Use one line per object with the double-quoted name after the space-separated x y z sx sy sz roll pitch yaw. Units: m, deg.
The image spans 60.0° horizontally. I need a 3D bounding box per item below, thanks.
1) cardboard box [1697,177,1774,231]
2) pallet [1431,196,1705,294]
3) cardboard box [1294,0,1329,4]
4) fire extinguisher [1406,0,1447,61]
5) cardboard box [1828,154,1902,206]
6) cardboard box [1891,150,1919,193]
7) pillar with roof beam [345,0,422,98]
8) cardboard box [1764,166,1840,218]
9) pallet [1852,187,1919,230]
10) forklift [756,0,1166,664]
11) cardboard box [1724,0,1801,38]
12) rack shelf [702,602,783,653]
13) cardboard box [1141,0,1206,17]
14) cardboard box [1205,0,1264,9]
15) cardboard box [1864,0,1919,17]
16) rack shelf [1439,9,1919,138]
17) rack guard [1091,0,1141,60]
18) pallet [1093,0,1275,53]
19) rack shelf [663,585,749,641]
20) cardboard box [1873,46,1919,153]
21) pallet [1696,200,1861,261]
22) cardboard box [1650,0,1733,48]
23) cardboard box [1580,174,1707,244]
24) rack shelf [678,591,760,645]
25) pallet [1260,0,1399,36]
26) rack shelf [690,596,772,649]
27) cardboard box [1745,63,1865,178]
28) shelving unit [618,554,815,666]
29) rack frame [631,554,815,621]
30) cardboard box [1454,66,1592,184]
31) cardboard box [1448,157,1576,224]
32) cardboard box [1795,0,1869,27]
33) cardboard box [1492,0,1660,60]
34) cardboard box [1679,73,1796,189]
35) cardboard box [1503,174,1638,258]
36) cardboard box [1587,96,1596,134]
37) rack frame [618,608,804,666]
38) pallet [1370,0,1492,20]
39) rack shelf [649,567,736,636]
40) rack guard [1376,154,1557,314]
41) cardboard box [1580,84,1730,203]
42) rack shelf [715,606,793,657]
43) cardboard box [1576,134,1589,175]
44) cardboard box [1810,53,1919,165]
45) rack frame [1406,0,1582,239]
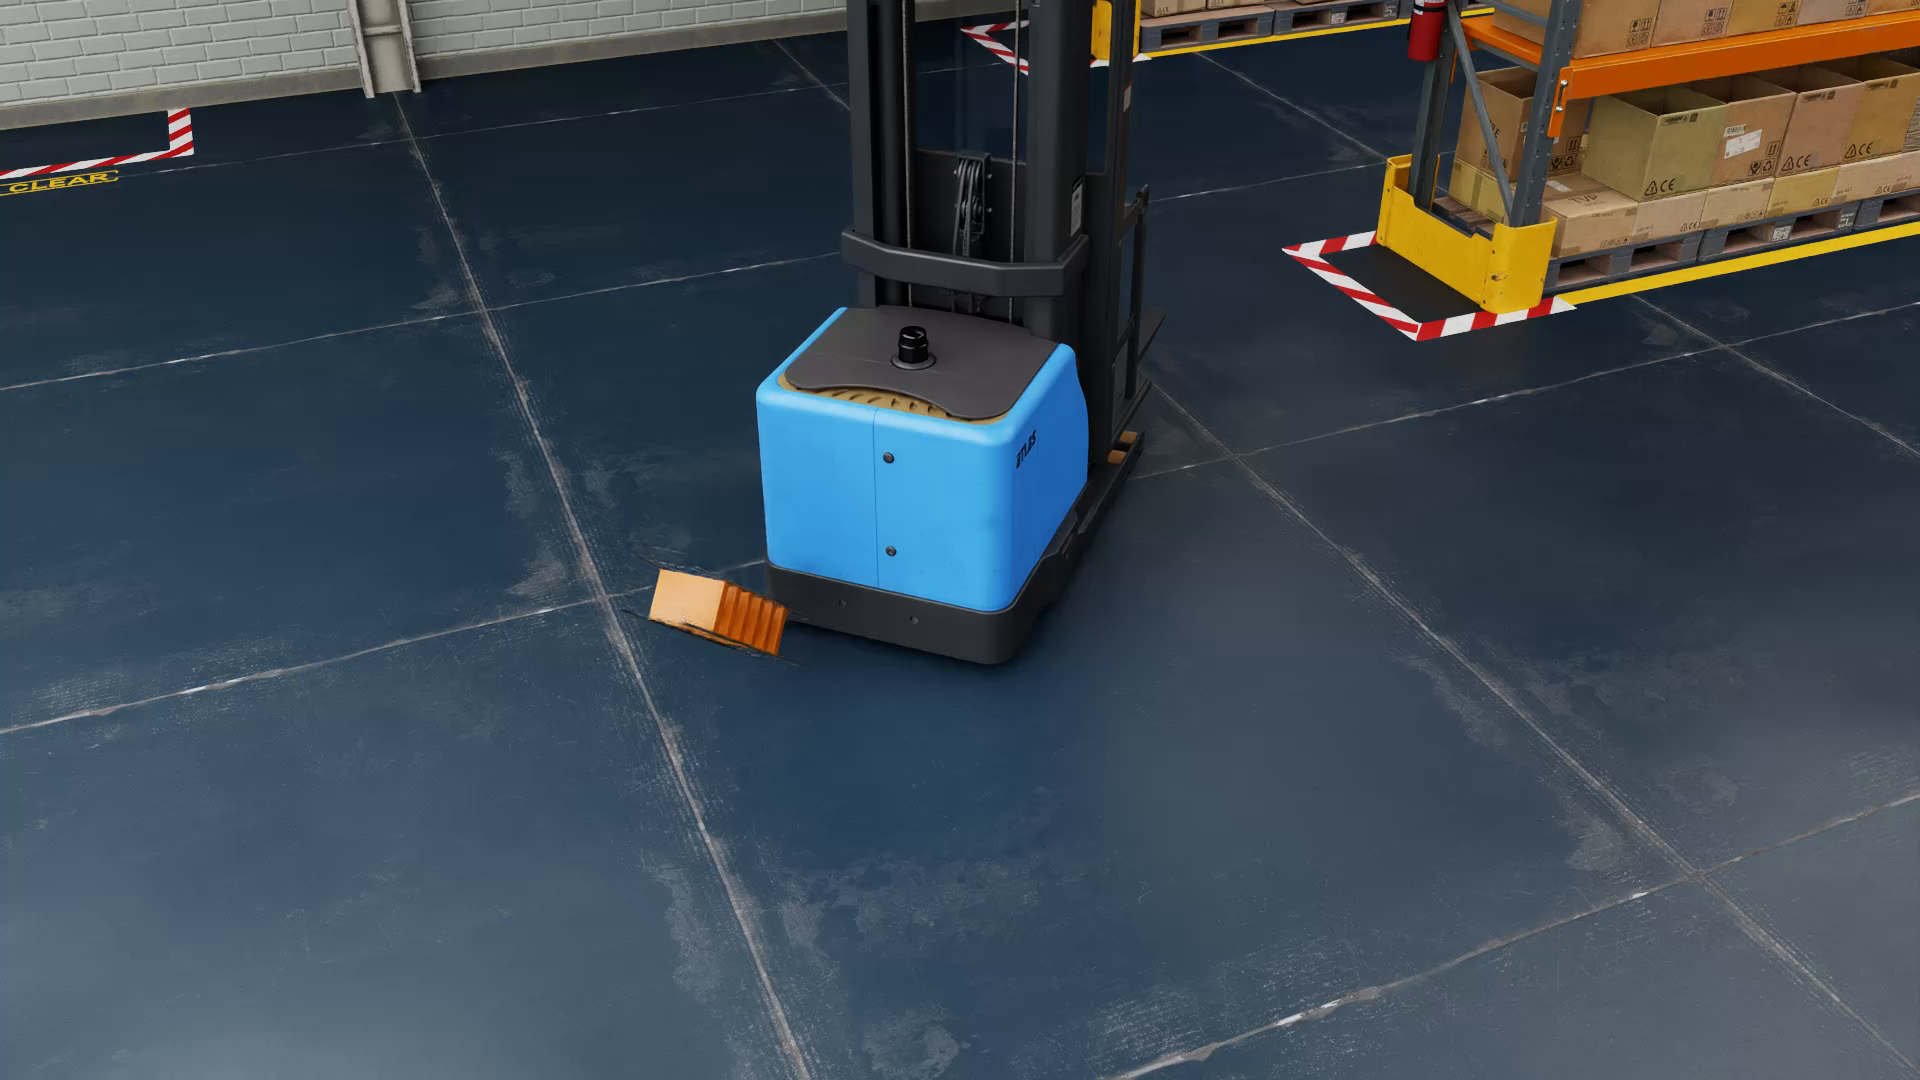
4.395 -2.064 9.808 0.500 0.250 0.500 -13 35 -19 "cardboard box"
3.583 -1.840 9.885 1.213 0.211 1.003 -13 35 -19 "pallet"
2.867 -4.804 13.772 0.500 0.500 0.700 -15 36 -22 "cardboard box"
2.605 -3.003 9.186 0.183 0.674 0.296 -13 35 -19 "fire extinguisher"
5.319 -2.273 10.130 0.500 0.250 0.500 -13 35 -19 "cardboard box"
5.774 -2.386 10.303 0.500 0.250 0.500 -13 35 -19 "cardboard box"
-2.582 -4.983 6.657 0.400 9.000 9.100 -13 35 -19 "pillar with roof beam"
4.858 -2.167 9.967 0.500 0.250 0.500 -13 35 -19 "cardboard box"
5.833 -2.356 10.677 1.213 0.211 1.003 -13 35 -19 "pallet"
0.222 -1.546 6.939 1.130 2.935 3.031 12 35 17 "forklift"
4.272 -3.176 9.289 0.500 0.500 0.700 -13 35 -19 "cardboard box"
-0.803 0.300 6.117 0.258 0.180 0.103 10 -8 15 "rack shelf"
1.646 -4.475 13.439 0.500 0.311 0.500 -17 37 -24 "cardboard box"
2.171 -4.595 13.624 0.500 0.311 0.500 -10 34 -15 "cardboard box"
5.227 -3.398 9.630 0.500 0.500 0.700 -12 35 -18 "cardboard box"
4.738 -2.947 9.689 4.000 0.370 1.077 -13 35 -19 "rack shelf"
1.043 -4.285 13.378 0.348 0.500 1.175 -13 35 -19 "rack guard"
1.806 -4.318 13.693 1.213 0.211 1.003 -13 35 -19 "pallet"
-0.886 0.232 5.773 0.258 0.180 0.103 10 -8 15 "rack shelf"
5.773 -2.702 10.100 0.500 0.500 0.500 -13 35 -19 "cardboard box"
4.706 -2.096 10.278 1.213 0.211 1.003 -13 35 -19 "pallet"
3.812 -3.074 9.132 0.500 0.500 0.700 -12 35 -18 "cardboard box"
3.934 -1.959 9.647 0.500 0.250 0.500 -13 35 -19 "cardboard box"
-0.858 0.255 5.888 0.258 0.180 0.103 10 -8 15 "rack shelf"
2.929 -4.573 14.085 1.213 0.211 1.003 -13 35 -19 "pallet"
-0.830 0.277 6.002 0.258 0.180 0.103 10 -8 15 "rack shelf"
4.859 -2.481 9.762 0.500 0.500 0.500 -13 35 -19 "cardboard box"
-0.841 0.269 5.960 0.258 0.189 1.200 10 -8 15 "shelving unit"
-0.821 0.180 5.973 0.240 0.006 1.200 10 -8 15 "rack frame"
3.273 -2.427 9.679 0.500 0.500 0.500 -13 35 -19 "cardboard box"
3.274 -2.112 9.882 0.500 0.250 0.500 -13 35 -19 "cardboard box"
4.756 -3.289 9.463 0.500 0.500 0.700 -12 35 -18 "cardboard box"
3.329 -2.961 8.958 0.500 0.500 0.700 -13 35 -19 "cardboard box"
4.391 -2.384 9.613 0.500 0.500 0.500 -13 35 -19 "cardboard box"
3.474 -1.852 9.481 0.500 0.250 0.500 -13 35 -19 "cardboard box"
4.189 -2.646 10.015 0.500 0.500 0.500 -13 35 -19 "cardboard box"
-0.860 0.357 5.947 0.240 0.006 1.200 10 -8 15 "rack frame"
4.055 -4.833 14.484 1.213 0.211 1.003 -13 35 -19 "pallet"
-0.913 0.210 5.659 0.258 0.180 0.103 10 -8 15 "rack shelf"
2.872 -1.774 9.518 0.348 0.500 1.175 -13 35 -19 "rack guard"
3.935 -2.272 9.441 0.500 0.500 0.500 -13 35 -19 "cardboard box"
-0.775 0.322 6.232 0.258 0.180 0.103 10 -8 15 "rack shelf"
3.730 -2.224 10.053 0.500 0.250 0.500 -13 35 -19 "cardboard box"
5.314 -2.594 9.935 0.500 0.500 0.500 -13 35 -19 "cardboard box"
2.894 -2.827 8.844 0.127 3.000 1.000 -13 35 -19 "rack frame"
